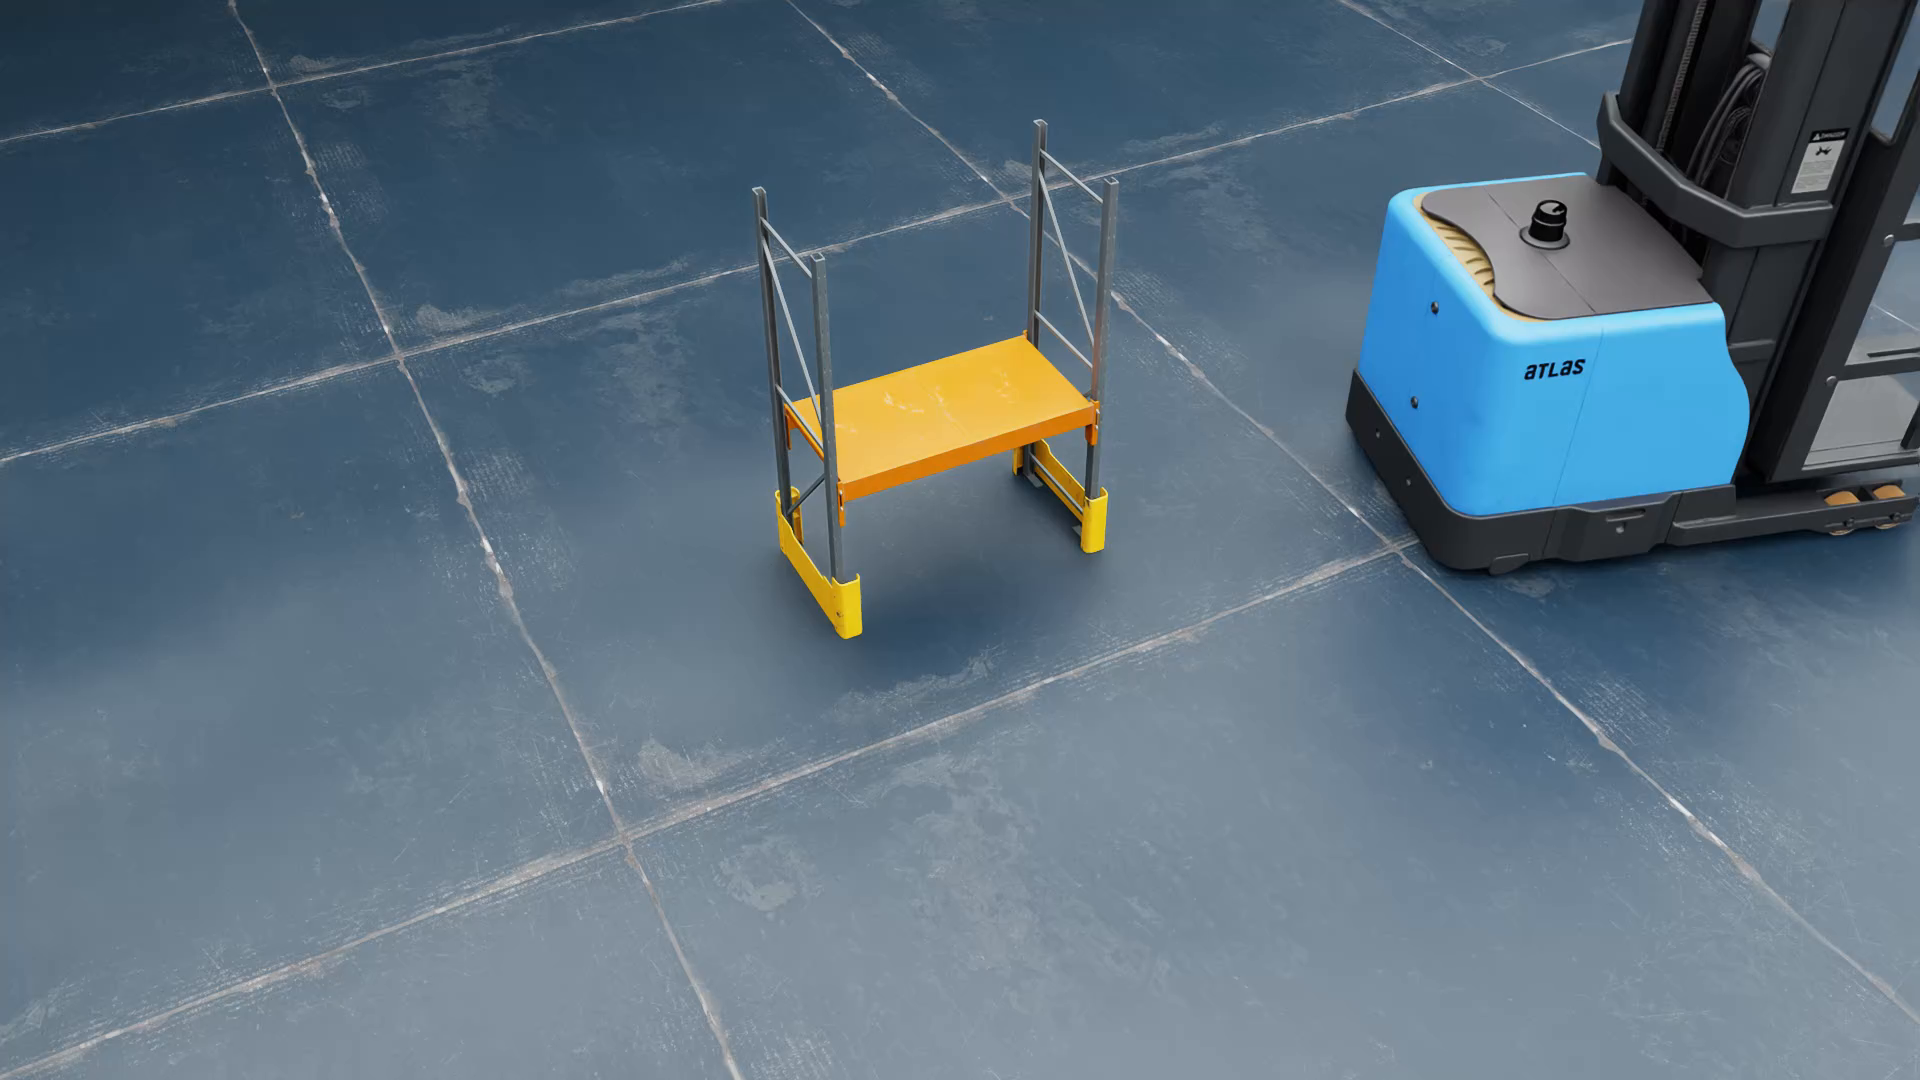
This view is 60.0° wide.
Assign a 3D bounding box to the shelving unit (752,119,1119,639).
[{"bbox_3d":[-0.068,-0.550,5.739,1.083,1.500,0.587,-19,44,-21],"label":"shelving unit"}]

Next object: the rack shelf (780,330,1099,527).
[{"bbox_3d":[-0.076,-0.410,5.852,1.000,0.185,0.538,-19,44,-21],"label":"rack shelf"}]

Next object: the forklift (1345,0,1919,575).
[{"bbox_3d":[3.127,-1.465,5.712,3.031,2.935,1.130,-7,41,-8],"label":"forklift"}]

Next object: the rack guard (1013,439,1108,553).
[{"bbox_3d":[0.374,-0.221,6.318,0.087,0.250,0.587,-19,44,-21],"label":"rack guard"}]

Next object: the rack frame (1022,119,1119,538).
[{"bbox_3d":[0.375,-0.699,5.915,0.032,1.500,0.500,-19,44,-21],"label":"rack frame"}]

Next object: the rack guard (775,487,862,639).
[{"bbox_3d":[-0.509,0.076,5.967,0.087,0.250,0.587,-19,44,-21],"label":"rack guard"}]

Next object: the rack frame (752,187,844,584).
[{"bbox_3d":[-0.527,-0.395,5.556,0.032,1.500,0.500,-19,44,-21],"label":"rack frame"}]
